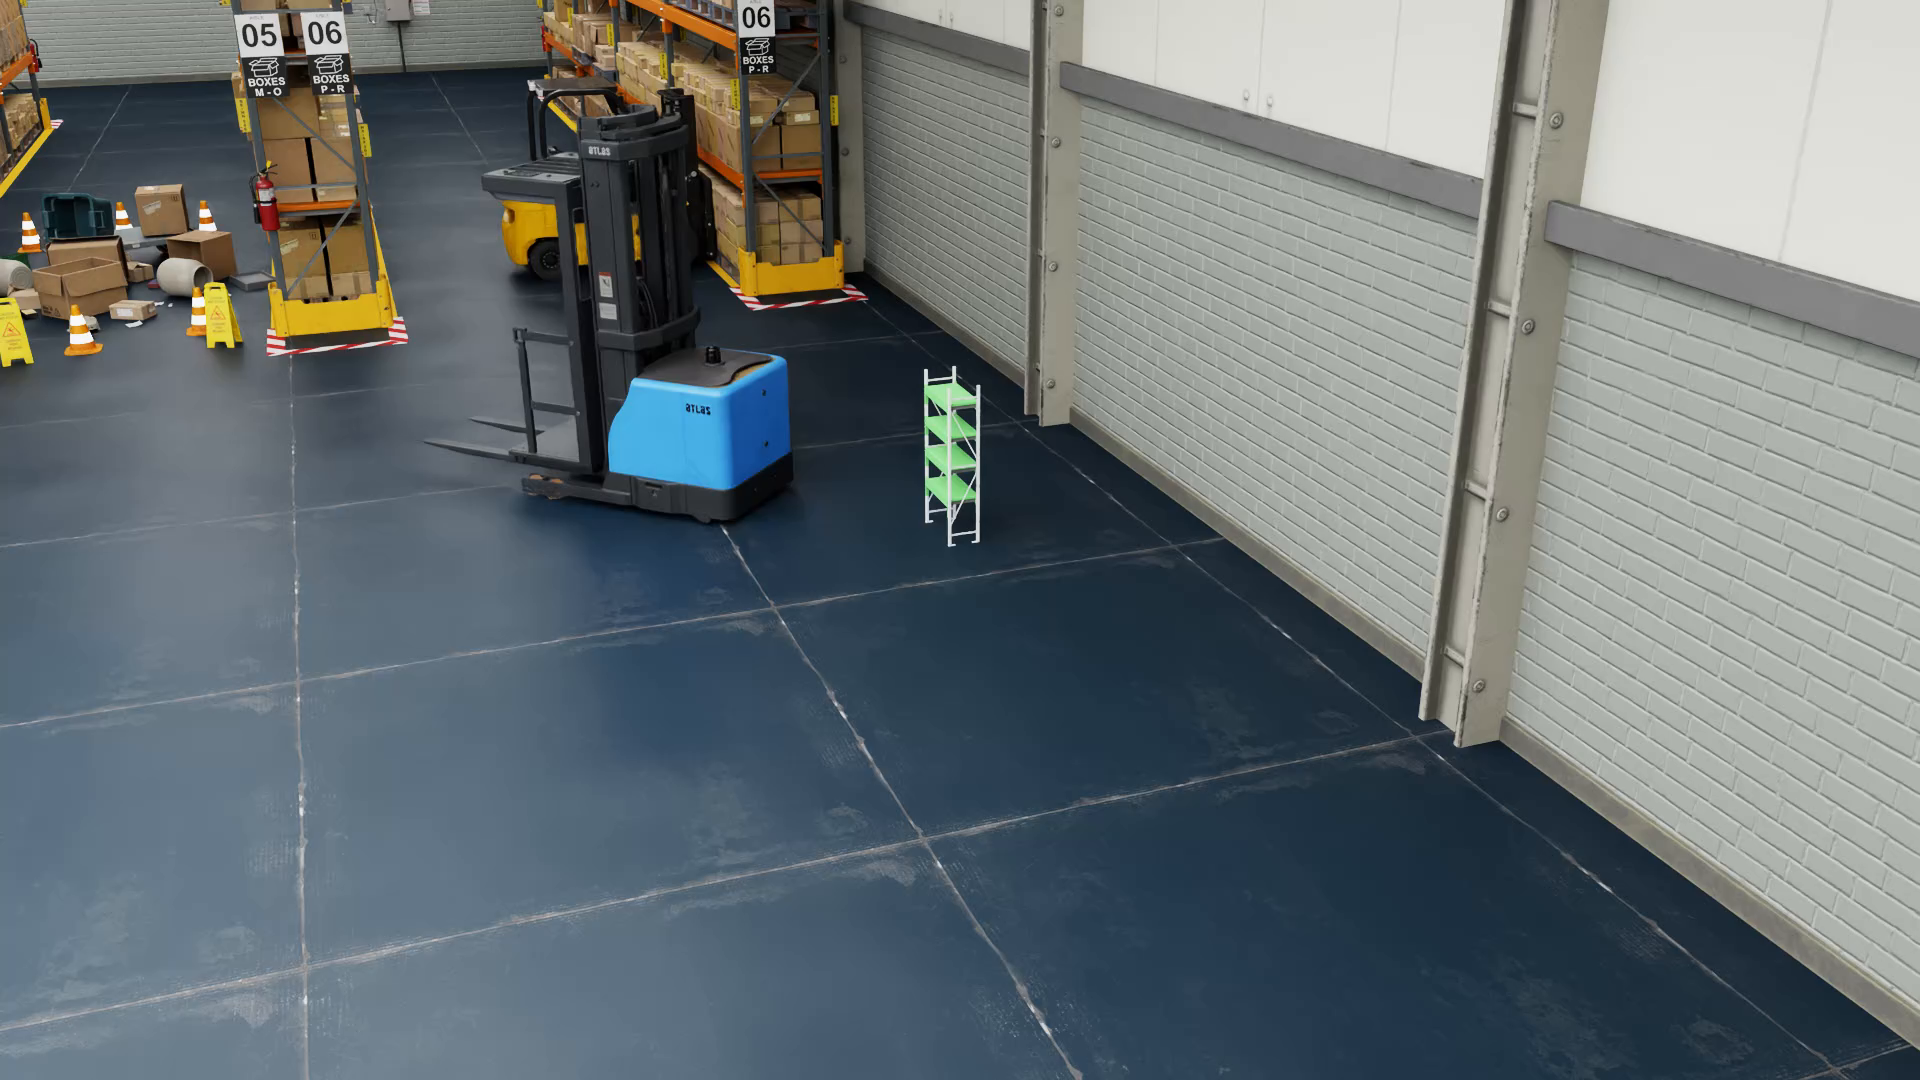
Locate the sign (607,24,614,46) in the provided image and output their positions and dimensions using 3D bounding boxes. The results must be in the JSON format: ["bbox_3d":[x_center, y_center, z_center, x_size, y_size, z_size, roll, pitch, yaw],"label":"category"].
[{"bbox_3d":[-5.259,-7.603,25.038,0.100,0.325,0.005,-8,24,-19],"label":"sign"}]

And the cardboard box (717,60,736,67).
[{"bbox_3d":[-2.946,-6.138,21.604,0.380,0.149,0.250,-8,24,-19],"label":"cardboard box"}]

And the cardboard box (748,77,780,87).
[{"bbox_3d":[-2.367,-5.476,20.034,0.380,0.149,0.250,-8,24,-19],"label":"cardboard box"}]

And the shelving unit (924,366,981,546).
[{"bbox_3d":[-0.059,-0.613,12.160,0.258,1.200,0.503,-8,24,-19],"label":"shelving unit"}]

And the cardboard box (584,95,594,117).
[{"bbox_3d":[-6.207,-7.472,28.794,0.500,0.500,0.500,-7,24,-17],"label":"cardboard box"}]

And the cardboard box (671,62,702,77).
[{"bbox_3d":[-3.507,-6.056,21.409,0.380,0.149,0.250,-8,24,-18],"label":"cardboard box"}]

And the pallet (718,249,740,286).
[{"bbox_3d":[-2.238,-3.264,19.723,1.003,0.211,1.213,-8,24,-19],"label":"pallet"}]

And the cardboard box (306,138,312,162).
[{"bbox_3d":[-7.528,-4.489,18.526,0.500,0.500,0.500,-8,24,-18],"label":"cardboard box"}]

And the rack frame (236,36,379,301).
[{"bbox_3d":[-6.571,-3.595,16.916,1.000,3.000,0.127,-8,24,-19],"label":"rack frame"}]

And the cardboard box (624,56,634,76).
[{"bbox_3d":[-4.651,-6.968,24.470,0.500,0.250,0.500,-8,24,-17],"label":"cardboard box"}]

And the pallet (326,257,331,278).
[{"bbox_3d":[-7.279,-3.080,19.285,1.003,0.211,1.213,-8,24,-19],"label":"pallet"}]

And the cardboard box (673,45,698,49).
[{"bbox_3d":[-4.067,-7.177,24.451,0.380,0.149,0.250,-9,24,-20],"label":"cardboard box"}]

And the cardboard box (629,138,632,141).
[{"bbox_3d":[-4.547,-6.055,25.270,0.875,0.625,0.625,-8,24,-17],"label":"cardboard box"}]

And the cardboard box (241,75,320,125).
[{"bbox_3d":[-7.127,-4.579,17.453,0.700,0.500,0.500,-8,24,-18],"label":"cardboard box"}]

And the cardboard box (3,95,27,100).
[{"bbox_3d":[-16.359,-7.590,28.759,0.380,0.149,0.250,-8,24,-18],"label":"cardboard box"}]

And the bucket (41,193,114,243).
[{"bbox_3d":[-10.374,-3.791,19.640,0.726,0.611,0.620,0,13,-1],"label":"bucket"}]

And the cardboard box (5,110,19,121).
[{"bbox_3d":[-15.637,-6.935,27.206,0.380,0.149,0.250,-8,24,-18],"label":"cardboard box"}]

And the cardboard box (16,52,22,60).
[{"bbox_3d":[-16.171,-8.223,28.221,0.380,0.149,0.250,-8,24,-18],"label":"cardboard box"}]

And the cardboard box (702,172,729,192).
[{"bbox_3d":[-2.928,-4.341,20.399,0.500,0.250,0.500,-9,24,-20],"label":"cardboard box"}]

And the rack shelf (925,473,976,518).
[{"bbox_3d":[-0.058,-0.333,12.278,0.258,0.148,0.480,-8,24,-19],"label":"rack shelf"}]

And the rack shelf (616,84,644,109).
[{"bbox_3d":[-4.048,-6.126,23.848,1.077,0.370,4.000,-8,24,-19],"label":"rack shelf"}]

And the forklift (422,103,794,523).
[{"bbox_3d":[-2.885,-1.839,12.840,3.031,2.935,1.130,10,25,22],"label":"forklift"}]

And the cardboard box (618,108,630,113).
[{"bbox_3d":[-5.166,-6.669,26.053,0.380,0.149,0.250,-10,25,-22],"label":"cardboard box"}]

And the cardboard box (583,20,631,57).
[{"bbox_3d":[-5.746,-8.197,27.167,0.700,0.500,0.500,-8,24,-19],"label":"cardboard box"}]

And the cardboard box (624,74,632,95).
[{"bbox_3d":[-4.654,-6.737,24.564,0.500,0.250,0.500,-9,24,-20],"label":"cardboard box"}]

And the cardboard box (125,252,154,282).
[{"bbox_3d":[-9.704,-3.198,19.495,0.396,0.266,0.258,12,26,27],"label":"cardboard box"}]

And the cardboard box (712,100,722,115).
[{"bbox_3d":[-2.681,-5.083,19.484,0.380,0.149,0.250,-9,25,-21],"label":"cardboard box"}]

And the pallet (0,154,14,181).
[{"bbox_3d":[-15.129,-5.671,25.434,1.003,0.211,1.213,-8,24,-19],"label":"pallet"}]

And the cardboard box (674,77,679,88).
[{"bbox_3d":[-3.475,-5.924,21.478,0.380,0.149,0.250,-9,24,-20],"label":"cardboard box"}]

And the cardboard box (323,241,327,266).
[{"bbox_3d":[-7.639,-3.338,19.308,0.500,0.250,0.500,-9,24,-20],"label":"cardboard box"}]

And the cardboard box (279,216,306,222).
[{"bbox_3d":[-7.290,-3.545,17.998,0.380,0.149,0.250,-8,24,-17],"label":"cardboard box"}]

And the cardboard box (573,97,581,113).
[{"bbox_3d":[-6.765,-7.863,30.022,0.396,0.266,0.258,-7,24,-17],"label":"cardboard box"}]

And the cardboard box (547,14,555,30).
[{"bbox_3d":[-7.494,-9.774,31.387,0.500,0.250,0.500,-8,24,-18],"label":"cardboard box"}]

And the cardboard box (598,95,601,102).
[{"bbox_3d":[-5.855,-7.436,27.872,0.380,0.149,0.250,-8,24,-19],"label":"cardboard box"}]

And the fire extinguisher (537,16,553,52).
[{"bbox_3d":[-8.065,-9.873,32.393,0.296,0.674,0.183,-8,24,-19],"label":"fire extinguisher"}]

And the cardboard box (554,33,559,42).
[{"bbox_3d":[-7.313,-9.343,30.878,0.380,0.149,0.250,-9,24,-20],"label":"cardboard box"}]

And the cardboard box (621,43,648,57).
[{"bbox_3d":[-4.822,-7.276,24.686,0.380,0.149,0.250,-8,24,-18],"label":"cardboard box"}]

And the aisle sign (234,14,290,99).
[{"bbox_3d":[-6.820,-4.730,16.264,0.394,0.787,0.004,-8,24,-19],"label":"aisle sign"}]

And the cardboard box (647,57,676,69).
[{"bbox_3d":[-4.149,-6.629,23.153,0.380,0.149,0.250,-8,24,-19],"label":"cardboard box"}]

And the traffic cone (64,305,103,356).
[{"bbox_3d":[-8.848,-2.129,16.706,0.336,0.463,0.334,-8,24,-19],"label":"traffic cone"}]

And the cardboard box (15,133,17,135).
[{"bbox_3d":[-15.464,-6.475,26.880,0.380,0.149,0.250,-8,24,-19],"label":"cardboard box"}]

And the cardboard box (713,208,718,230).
[{"bbox_3d":[-2.762,-3.936,20.083,0.500,0.250,0.500,-9,24,-20],"label":"cardboard box"}]

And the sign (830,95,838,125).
[{"bbox_3d":[-1.407,-4.786,18.528,0.100,0.325,0.005,-8,24,-19],"label":"sign"}]

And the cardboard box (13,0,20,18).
[{"bbox_3d":[-16.424,-9.204,28.426,0.500,0.500,0.500,-9,24,-20],"label":"cardboard box"}]

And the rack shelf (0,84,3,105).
[{"bbox_3d":[-14.699,-6.181,23.978,1.077,0.370,4.000,-8,24,-19],"label":"rack shelf"}]

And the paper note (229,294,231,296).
[{"bbox_3d":[-8.307,-2.765,18.771,0.142,0.019,0.148,-18,29,-37],"label":"paper note"}]

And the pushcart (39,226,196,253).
[{"bbox_3d":[-10.099,-3.509,20.089,1.648,0.377,0.936,-18,29,-37],"label":"pushcart"}]

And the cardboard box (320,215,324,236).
[{"bbox_3d":[-7.646,-3.687,19.170,0.500,0.500,0.500,-7,24,-16],"label":"cardboard box"}]

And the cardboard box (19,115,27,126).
[{"bbox_3d":[-15.788,-6.990,27.718,0.380,0.149,0.250,-8,24,-18],"label":"cardboard box"}]

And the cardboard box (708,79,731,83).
[{"bbox_3d":[-2.800,-5.417,19.893,0.380,0.149,0.250,-8,24,-18],"label":"cardboard box"}]

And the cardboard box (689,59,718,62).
[{"bbox_3d":[-3.508,-6.518,22.889,0.380,0.149,0.250,-9,24,-20],"label":"cardboard box"}]

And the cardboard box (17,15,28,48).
[{"bbox_3d":[-16.419,-8.748,28.630,0.500,0.500,0.500,-8,24,-18],"label":"cardboard box"}]

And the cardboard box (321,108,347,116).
[{"bbox_3d":[-7.033,-4.544,18.658,0.500,0.500,0.500,-9,24,-20],"label":"cardboard box"}]
